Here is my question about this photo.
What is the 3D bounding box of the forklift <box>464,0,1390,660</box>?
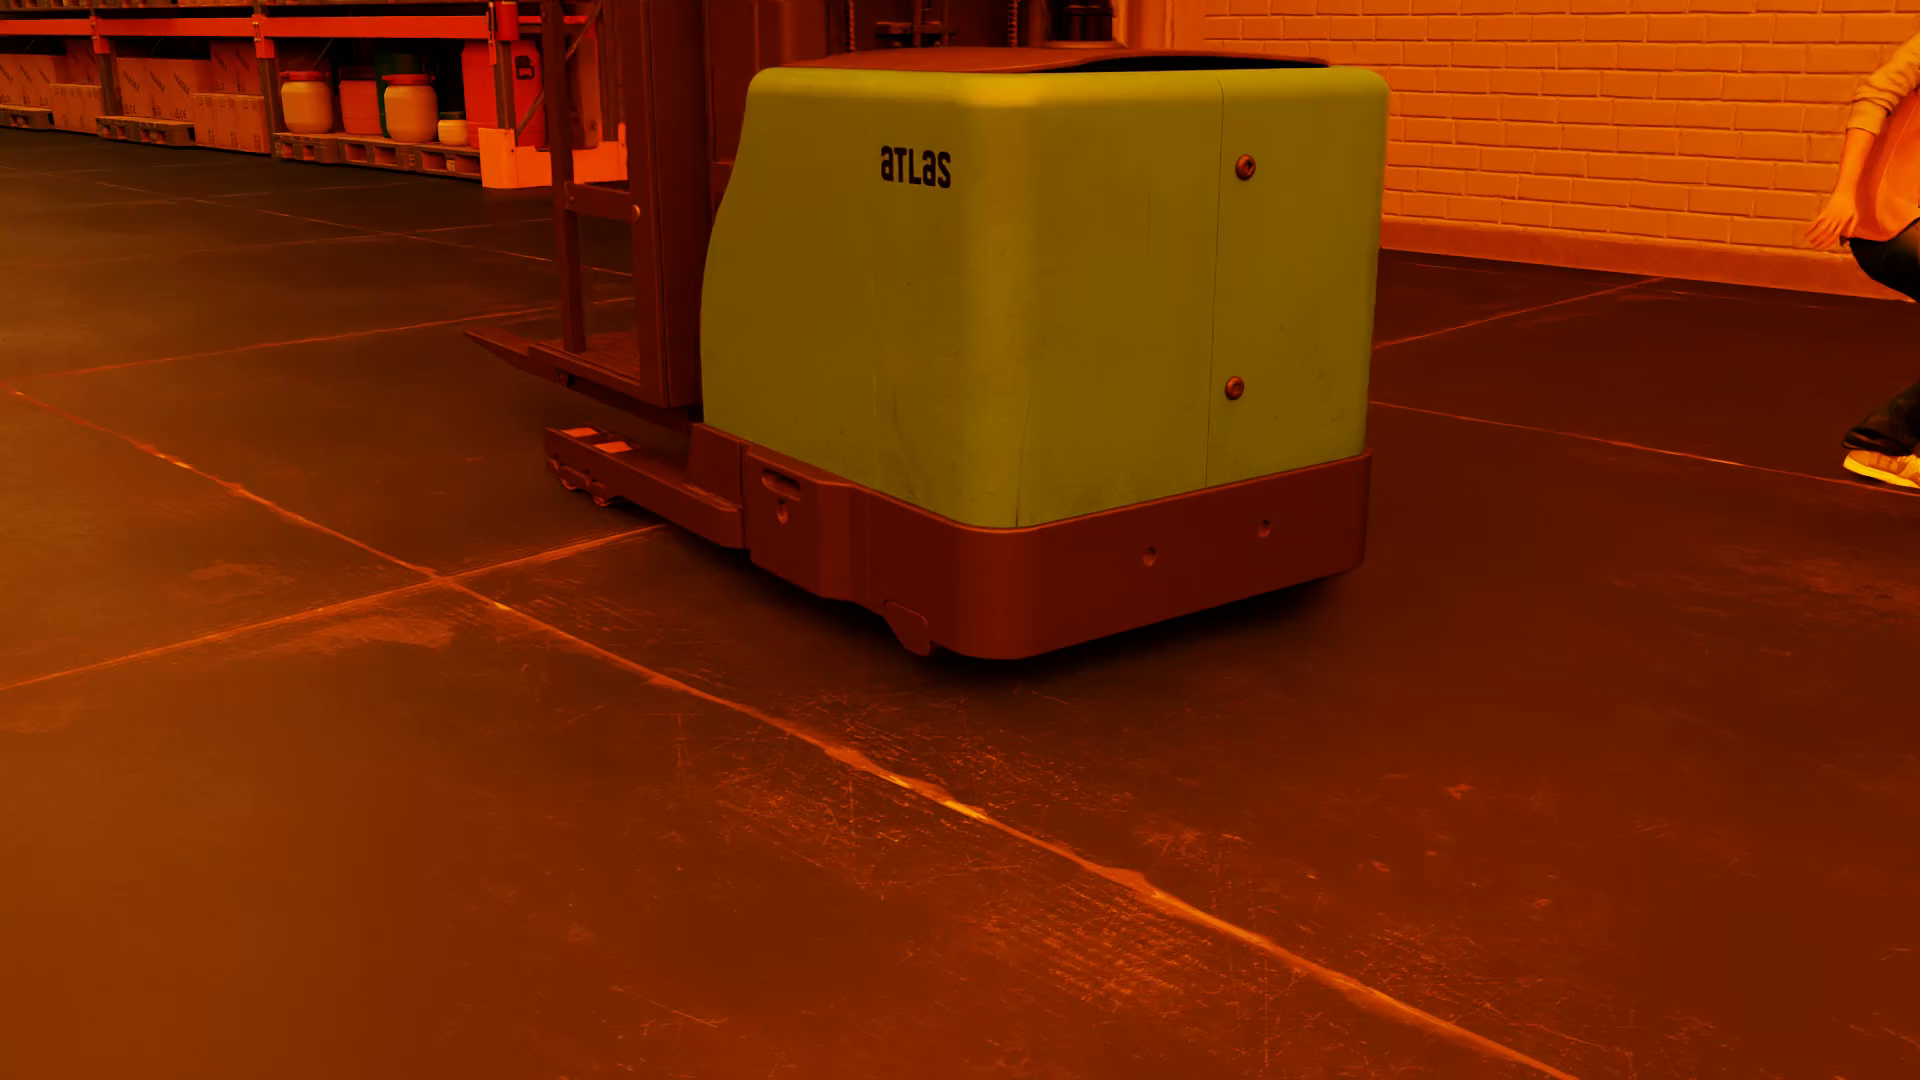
[{"bbox_3d":[-0.421,-1.557,3.969,1.130,2.935,3.031,-12,21,-34],"label":"forklift"}]

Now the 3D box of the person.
[{"bbox_3d":[2.461,-0.739,3.982,0.654,1.398,0.642,16,23,41],"label":"person"}]
